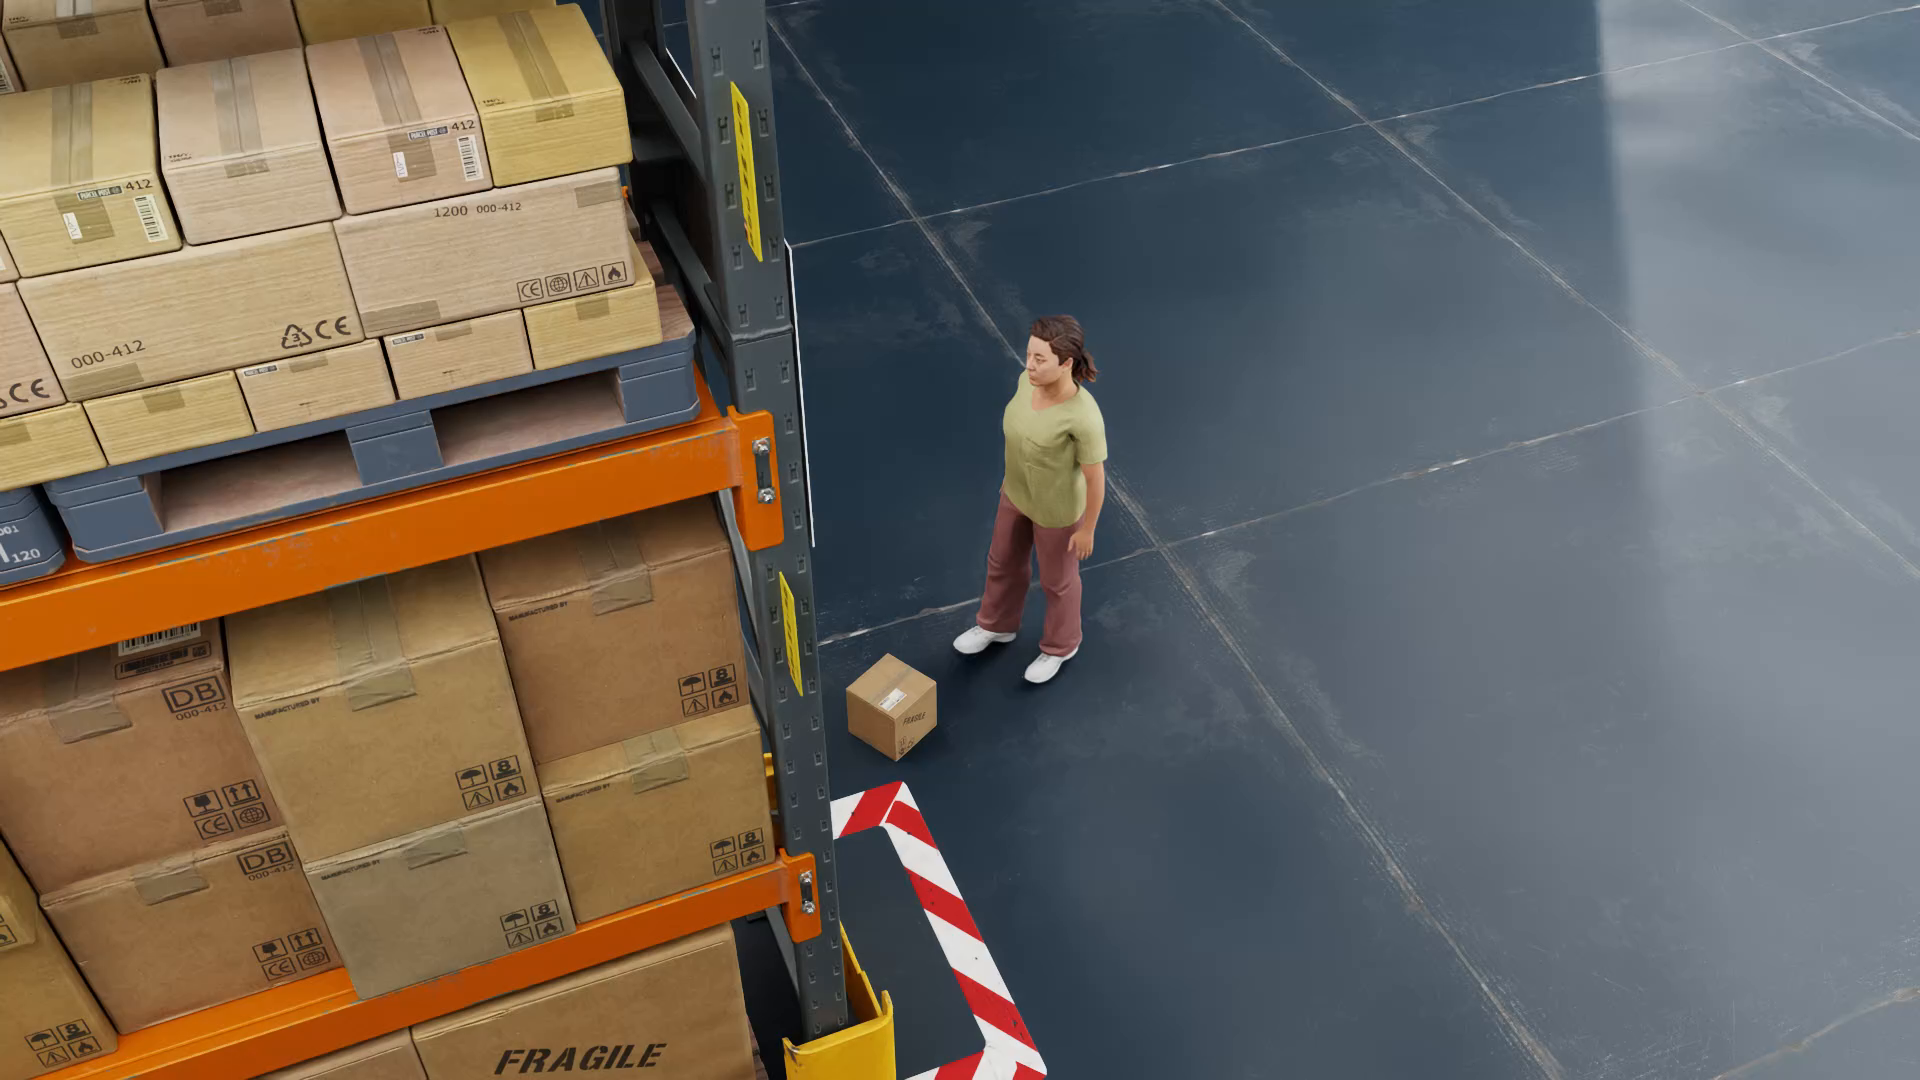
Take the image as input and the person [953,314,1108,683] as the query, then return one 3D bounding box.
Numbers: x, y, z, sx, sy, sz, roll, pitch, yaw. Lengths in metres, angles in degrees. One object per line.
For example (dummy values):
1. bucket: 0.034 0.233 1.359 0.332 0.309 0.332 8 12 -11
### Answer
1. person: 0.281 -0.112 6.264 0.457 1.670 0.511 -27 49 -27
